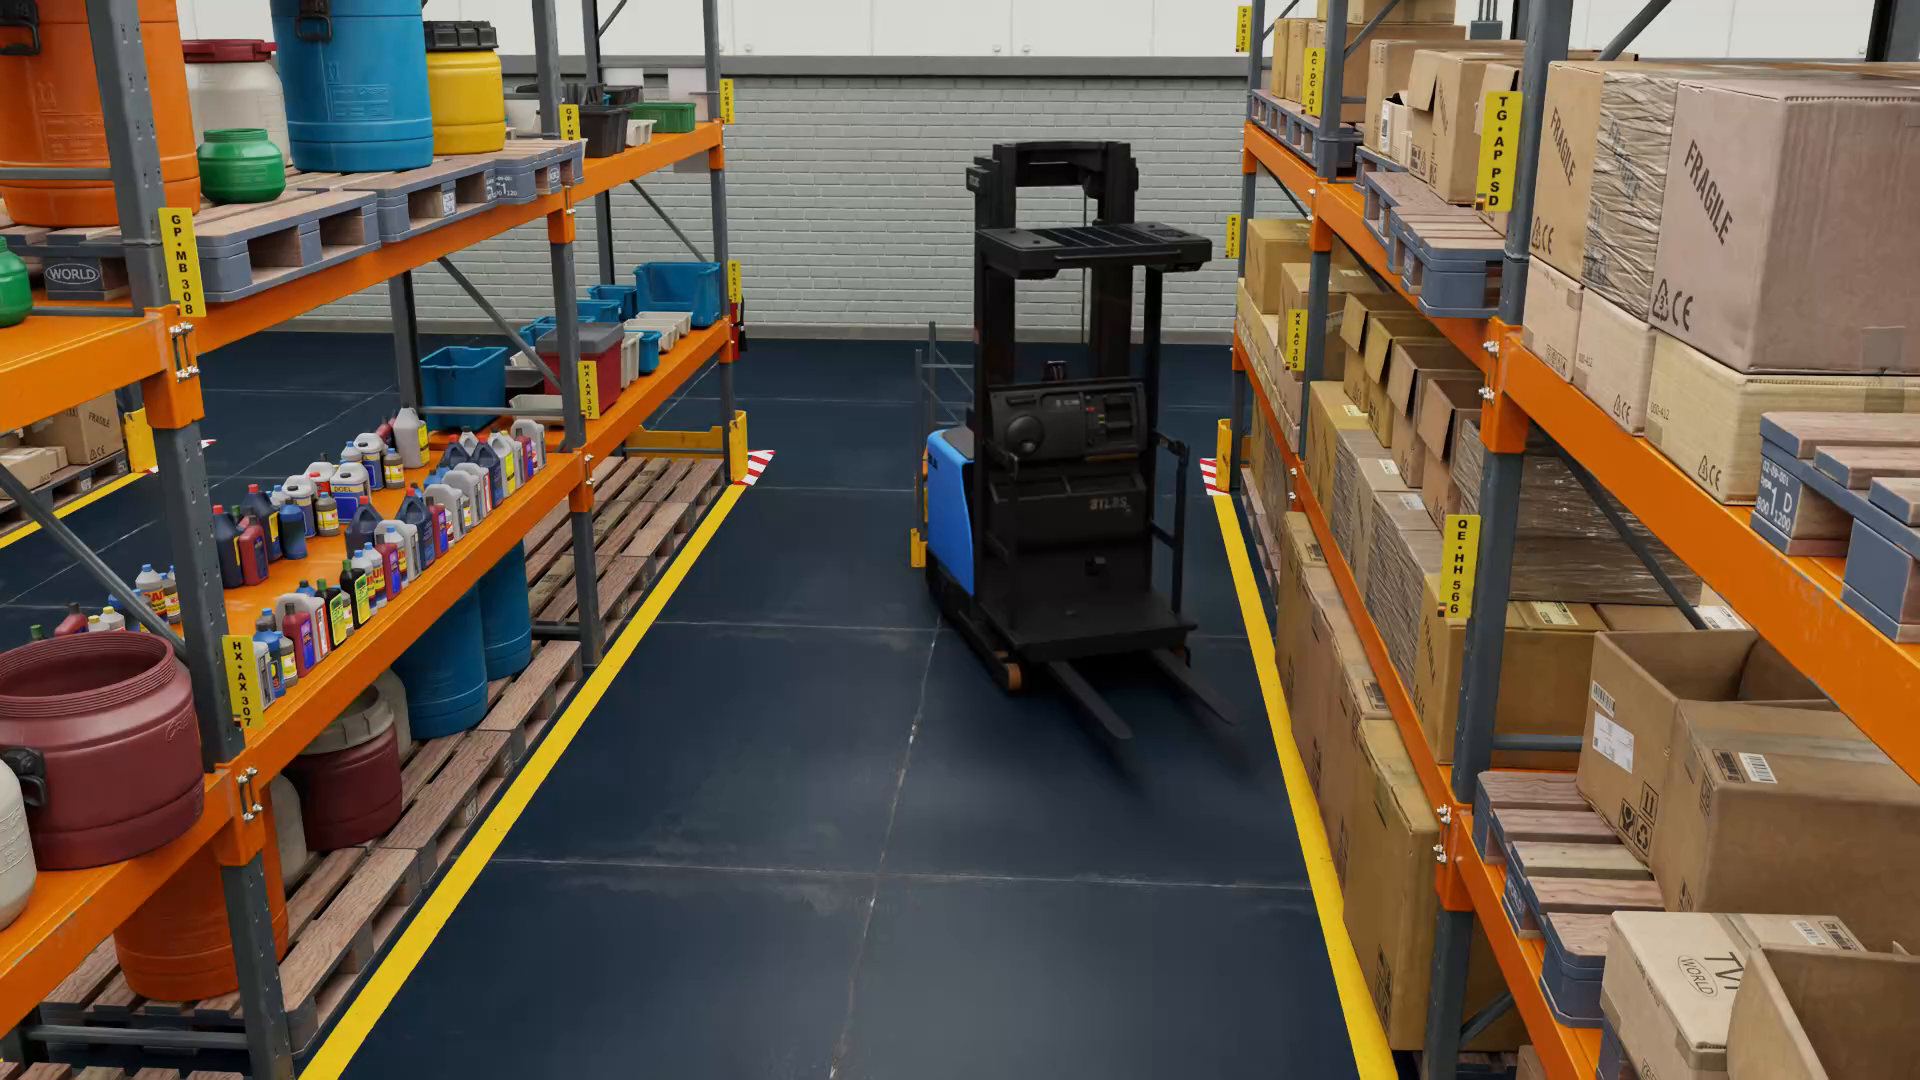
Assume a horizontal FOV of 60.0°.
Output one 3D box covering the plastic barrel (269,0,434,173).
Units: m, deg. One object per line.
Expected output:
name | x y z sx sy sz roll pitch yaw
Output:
plastic barrel | -2.571 -2.040 7.035 0.600 0.901 0.708 1 18 4

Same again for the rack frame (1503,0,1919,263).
rack frame | 2.053 -2.208 4.210 1.000 3.000 0.127 1 18 4

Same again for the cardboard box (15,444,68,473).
cardboard box | -7.167 -0.629 12.868 0.380 0.166 0.250 1 18 4

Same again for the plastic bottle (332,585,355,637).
plastic bottle | -2.456 0.279 6.574 0.097 0.201 0.097 0 18 0

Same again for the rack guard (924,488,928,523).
rack guard | 0.030 -0.250 12.284 0.587 0.250 0.087 1 18 4

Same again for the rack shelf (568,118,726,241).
rack shelf | -2.458 -2.415 10.814 1.077 0.370 4.000 1 18 4

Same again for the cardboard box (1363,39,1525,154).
cardboard box | 2.308 -2.092 7.837 0.700 0.500 0.500 2 18 5

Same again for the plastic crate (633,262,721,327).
plastic crate | -2.152 -1.890 12.720 0.616 0.435 0.499 1 18 4

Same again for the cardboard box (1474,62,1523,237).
cardboard box | 2.024 -1.222 5.179 0.797 0.503 0.637 2 18 7

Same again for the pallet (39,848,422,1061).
pallet | -2.873 1.611 6.666 1.003 0.211 1.213 1 18 4

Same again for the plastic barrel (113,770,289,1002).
plastic barrel | -2.870 1.212 6.219 0.600 0.830 0.708 1 18 4

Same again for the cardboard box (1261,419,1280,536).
cardboard box | 2.595 -0.549 11.518 0.875 0.875 0.875 1 18 4

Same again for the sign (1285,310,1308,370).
sign | 1.786 -1.061 8.825 0.100 0.325 0.005 1 18 4

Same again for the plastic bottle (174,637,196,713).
plastic bottle | -2.686 0.460 5.900 0.152 0.276 0.135 1 18 4

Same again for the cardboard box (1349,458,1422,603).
cardboard box | 1.954 -0.038 7.060 0.500 0.500 0.500 2 18 5

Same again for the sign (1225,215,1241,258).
sign | 2.073 -2.305 12.623 0.100 0.325 0.005 1 18 4

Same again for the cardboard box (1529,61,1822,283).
cardboard box | 1.762 -0.928 4.156 0.500 0.500 0.500 1 18 4

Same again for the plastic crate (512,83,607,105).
plastic crate | -2.698 -2.880 11.178 0.504 0.338 0.767 1 18 4

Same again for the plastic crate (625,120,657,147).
plastic crate | -2.215 -2.605 10.663 0.437 0.136 0.530 1 18 4

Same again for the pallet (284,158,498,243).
pallet | -2.638 -1.448 7.011 1.003 0.211 1.213 1 18 4

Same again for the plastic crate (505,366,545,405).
plastic crate | -2.789 -0.962 10.386 0.437 0.125 0.590 1 18 4

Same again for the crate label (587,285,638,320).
crate label | -2.660 -1.832 12.870 0.416 0.233 0.303 1 18 4

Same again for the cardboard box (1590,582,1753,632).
cardboard box | 2.359 0.450 5.571 0.500 0.500 0.500 2 18 6

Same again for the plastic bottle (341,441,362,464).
plastic bottle | -3.076 -0.365 8.426 0.097 0.271 0.097 0 18 0

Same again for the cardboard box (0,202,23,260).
cardboard box | -7.080 -2.124 11.823 0.500 0.500 0.500 2 18 5

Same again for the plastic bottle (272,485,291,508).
plastic bottle | -3.133 -0.119 7.675 0.097 0.271 0.097 0 18 0

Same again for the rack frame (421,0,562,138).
rack frame | -2.601 -3.561 8.339 1.000 3.000 0.127 1 18 4

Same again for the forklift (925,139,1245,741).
forklift | 0.685 -0.678 9.284 1.130 2.935 3.031 -5 19 -16

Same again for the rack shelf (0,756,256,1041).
rack shelf | -3.031 1.495 3.698 1.077 0.370 4.000 1 18 4

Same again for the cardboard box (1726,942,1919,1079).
cardboard box | 1.798 1.096 2.921 0.797 0.503 0.637 3 18 10

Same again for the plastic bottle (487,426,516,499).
plastic bottle | -2.340 -0.394 8.387 0.144 0.351 0.185 1 18 4

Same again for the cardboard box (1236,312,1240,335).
cardboard box | 2.271 -1.620 12.452 0.380 0.149 0.250 1 18 5

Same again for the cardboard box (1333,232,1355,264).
cardboard box | 2.853 -2.111 12.108 0.500 0.500 0.500 2 18 5

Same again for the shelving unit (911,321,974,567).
shelving unit | -0.005 -0.689 11.617 0.587 1.500 1.083 1 18 4

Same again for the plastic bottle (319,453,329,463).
plastic bottle | -3.116 -0.275 8.131 0.061 0.283 0.133 1 18 4

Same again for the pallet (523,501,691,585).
pallet | -2.502 0.006 11.566 1.003 0.211 1.213 1 18 4

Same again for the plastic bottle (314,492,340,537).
plastic bottle | -2.971 -0.124 7.803 0.097 0.201 0.097 0 18 0

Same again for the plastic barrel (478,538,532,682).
plastic barrel | -2.657 0.256 9.020 0.600 0.901 0.708 1 18 4

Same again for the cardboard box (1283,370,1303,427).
cardboard box | 2.109 -0.813 9.349 0.500 0.250 0.500 1 18 3

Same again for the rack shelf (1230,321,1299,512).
rack shelf | 2.483 -0.879 10.943 1.077 0.370 4.000 1 18 4

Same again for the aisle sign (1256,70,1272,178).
aisle sign | 2.332 -3.106 12.411 0.394 0.787 0.004 1 18 4

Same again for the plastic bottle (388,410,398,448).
plastic bottle | -3.053 -0.550 8.973 0.061 0.283 0.133 1 18 4

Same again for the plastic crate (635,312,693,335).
plastic crate | -2.192 -1.598 12.311 0.396 0.136 0.243 1 18 4

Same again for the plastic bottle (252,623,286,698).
plastic bottle | -2.499 0.431 5.998 0.097 0.271 0.097 0 18 0

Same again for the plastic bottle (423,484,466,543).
plastic bottle | -2.395 -0.138 7.725 0.152 0.276 0.135 1 18 4

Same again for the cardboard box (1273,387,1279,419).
cardboard box | 2.090 -0.822 10.017 0.380 0.149 0.250 2 18 5

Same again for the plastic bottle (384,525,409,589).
plastic bottle | -2.416 0.072 7.093 0.097 0.271 0.097 0 18 0

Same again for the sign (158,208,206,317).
sign | -2.338 -0.833 5.000 0.100 0.325 0.005 1 18 4

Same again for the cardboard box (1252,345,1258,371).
cardboard box | 2.182 -1.220 11.233 0.380 0.149 0.250 1 18 3

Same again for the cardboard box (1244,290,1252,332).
cardboard box | 2.292 -1.607 11.774 0.500 0.250 0.500 1 18 3

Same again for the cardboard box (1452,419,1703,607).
cardboard box | 2.121 -0.108 5.665 0.797 0.503 0.637 2 18 6

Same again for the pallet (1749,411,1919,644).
pallet | 1.988 0.037 2.476 1.213 0.211 1.003 1 18 4

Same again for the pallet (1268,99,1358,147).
pallet | 2.498 -2.615 10.410 1.003 0.211 1.213 1 18 4

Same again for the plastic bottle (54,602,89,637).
plastic bottle | -3.268 0.381 6.131 0.061 0.283 0.133 1 18 4

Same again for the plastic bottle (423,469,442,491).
plastic bottle | -2.504 -0.205 7.937 0.097 0.271 0.097 0 18 0

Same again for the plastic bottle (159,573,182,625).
plastic bottle | -3.206 0.233 6.713 0.097 0.201 0.097 0 18 0
